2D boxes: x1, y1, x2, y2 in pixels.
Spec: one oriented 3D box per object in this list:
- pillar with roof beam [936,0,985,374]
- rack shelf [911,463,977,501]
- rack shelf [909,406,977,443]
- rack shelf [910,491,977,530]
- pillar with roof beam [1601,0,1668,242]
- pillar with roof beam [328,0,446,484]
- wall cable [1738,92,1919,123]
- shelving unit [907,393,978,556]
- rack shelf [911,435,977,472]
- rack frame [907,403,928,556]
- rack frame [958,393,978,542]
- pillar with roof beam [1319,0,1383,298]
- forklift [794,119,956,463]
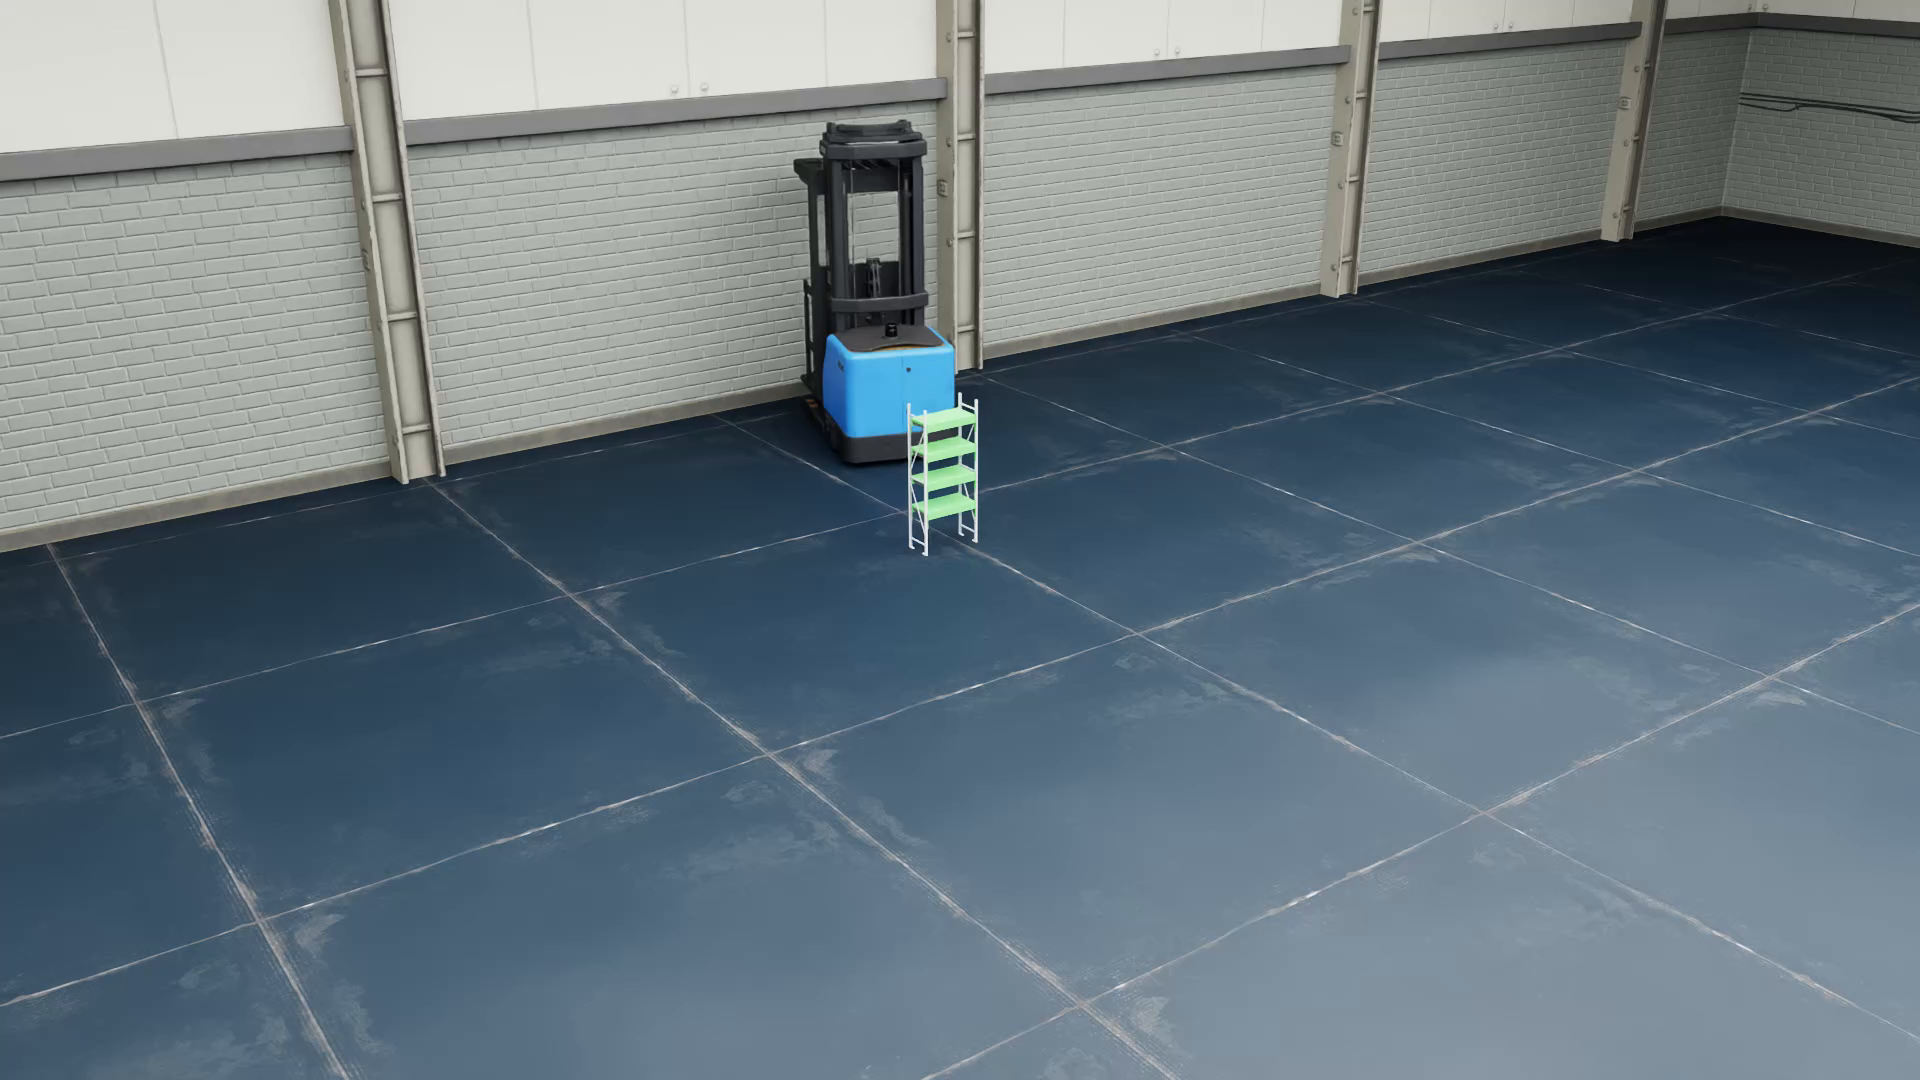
[{"bbox_3d":[2.518,-4.766,13.294,0.400,9.000,9.100,-15,26,-33],"label":"pillar with roof beam"},{"bbox_3d":[-0.134,-0.462,13.202,0.480,0.148,0.258,-15,26,-33],"label":"rack shelf"},{"bbox_3d":[-0.134,-0.908,13.024,0.480,0.148,0.258,-15,26,-33],"label":"rack shelf"},{"bbox_3d":[-0.134,-0.239,13.291,0.480,0.148,0.258,-15,26,-33],"label":"rack shelf"},{"bbox_3d":[12.259,-7.364,19.803,0.400,9.000,9.100,-15,26,-33],"label":"pillar with roof beam"},{"bbox_3d":[-2.352,-3.468,10.039,0.400,9.000,9.100,-15,26,-33],"label":"pillar with roof beam"},{"bbox_3d":[12.909,-7.457,24.225,0.112,2.526,3.097,-15,26,-33],"label":"wall cable"},{"bbox_3d":[-0.134,-0.521,13.179,0.503,1.200,0.258,-15,26,-33],"label":"shelving unit"},{"bbox_3d":[-0.134,-0.685,13.113,0.480,0.148,0.258,-15,26,-33],"label":"rack shelf"},{"bbox_3d":[-0.332,-0.469,13.046,0.015,1.200,0.240,-15,26,-33],"label":"rack frame"},{"bbox_3d":[0.064,-0.574,13.311,0.015,1.200,0.240,-15,26,-33],"label":"rack frame"},{"bbox_3d":[7.389,-6.065,16.548,0.400,9.000,9.100,-15,26,-33],"label":"pillar with roof beam"},{"bbox_3d":[-0.945,-2.574,15.986,1.130,2.935,3.031,-6,23,-15],"label":"forklift"}]
